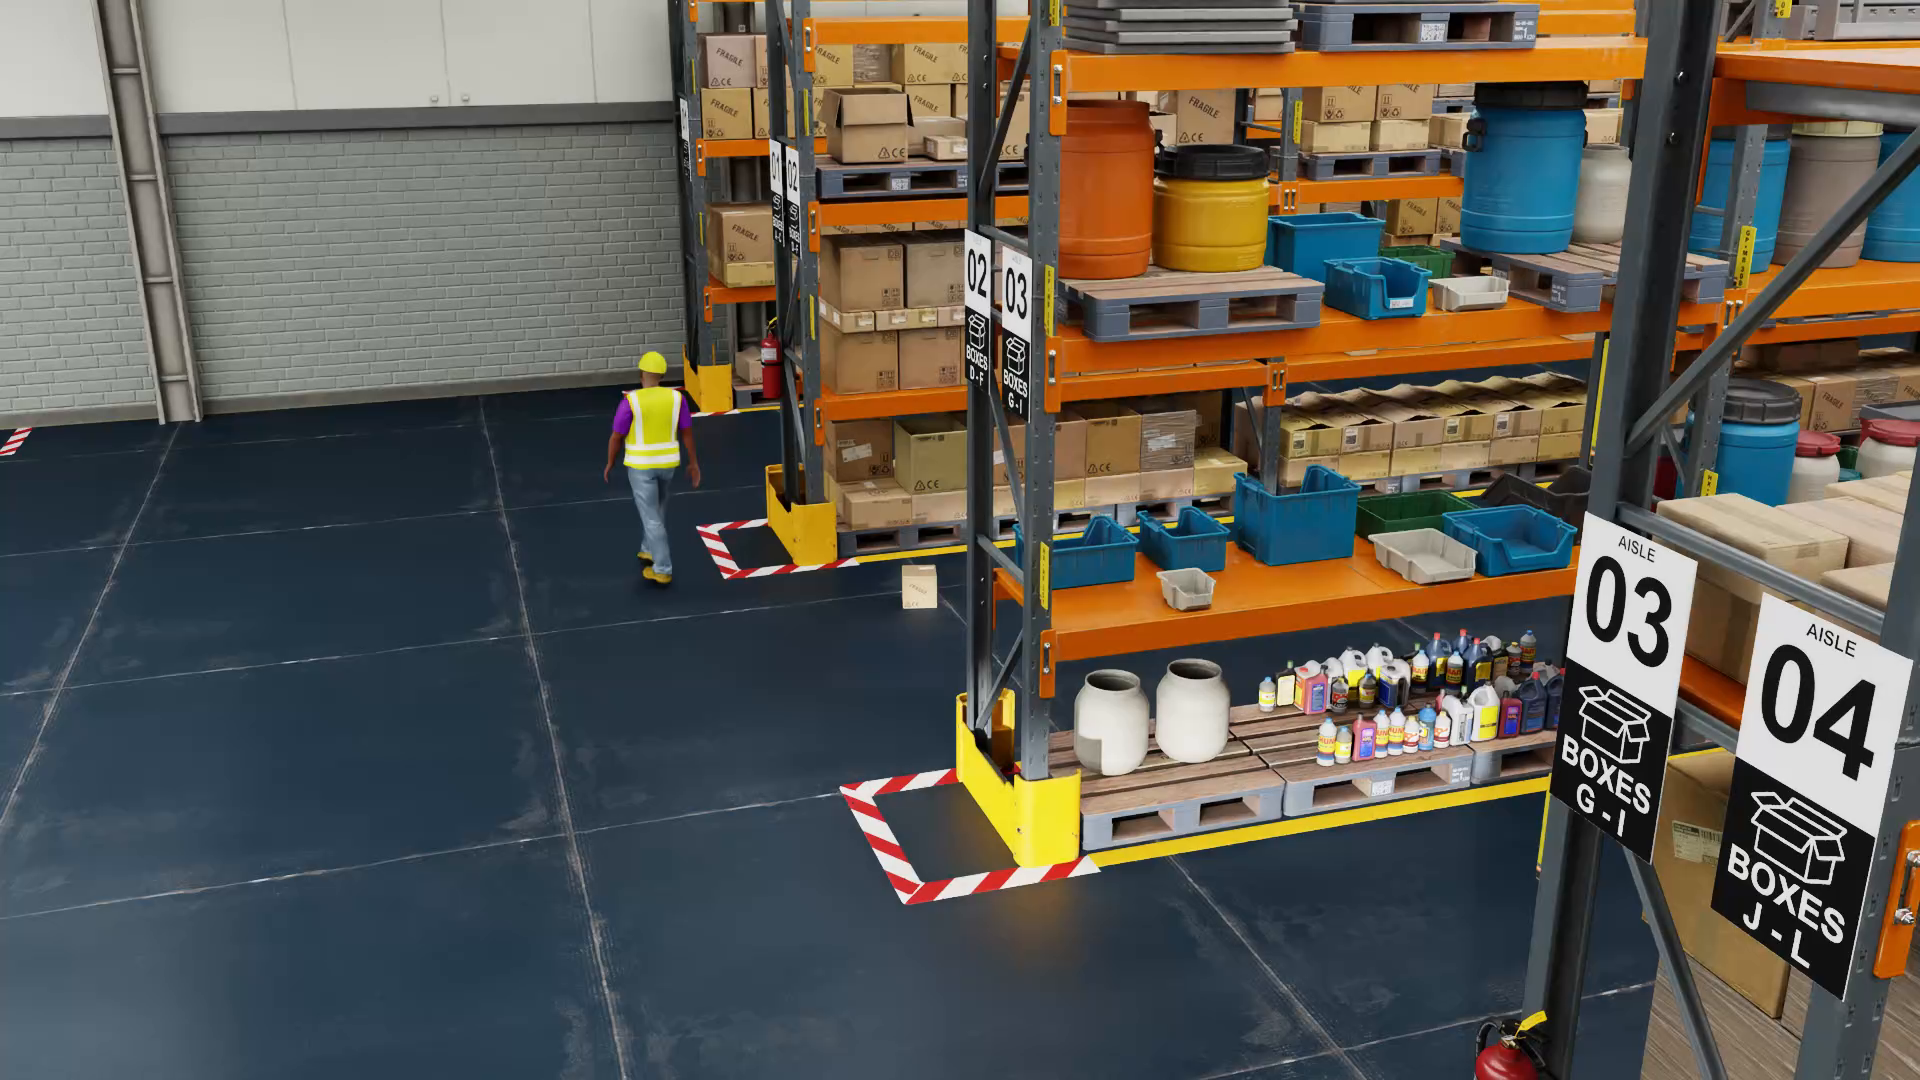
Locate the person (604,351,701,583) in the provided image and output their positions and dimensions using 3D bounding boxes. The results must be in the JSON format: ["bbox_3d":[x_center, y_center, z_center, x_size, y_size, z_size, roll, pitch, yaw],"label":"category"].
[{"bbox_3d":[-2.389,-0.584,12.730,0.656,1.767,0.869,-12,23,-32],"label":"person"}]
